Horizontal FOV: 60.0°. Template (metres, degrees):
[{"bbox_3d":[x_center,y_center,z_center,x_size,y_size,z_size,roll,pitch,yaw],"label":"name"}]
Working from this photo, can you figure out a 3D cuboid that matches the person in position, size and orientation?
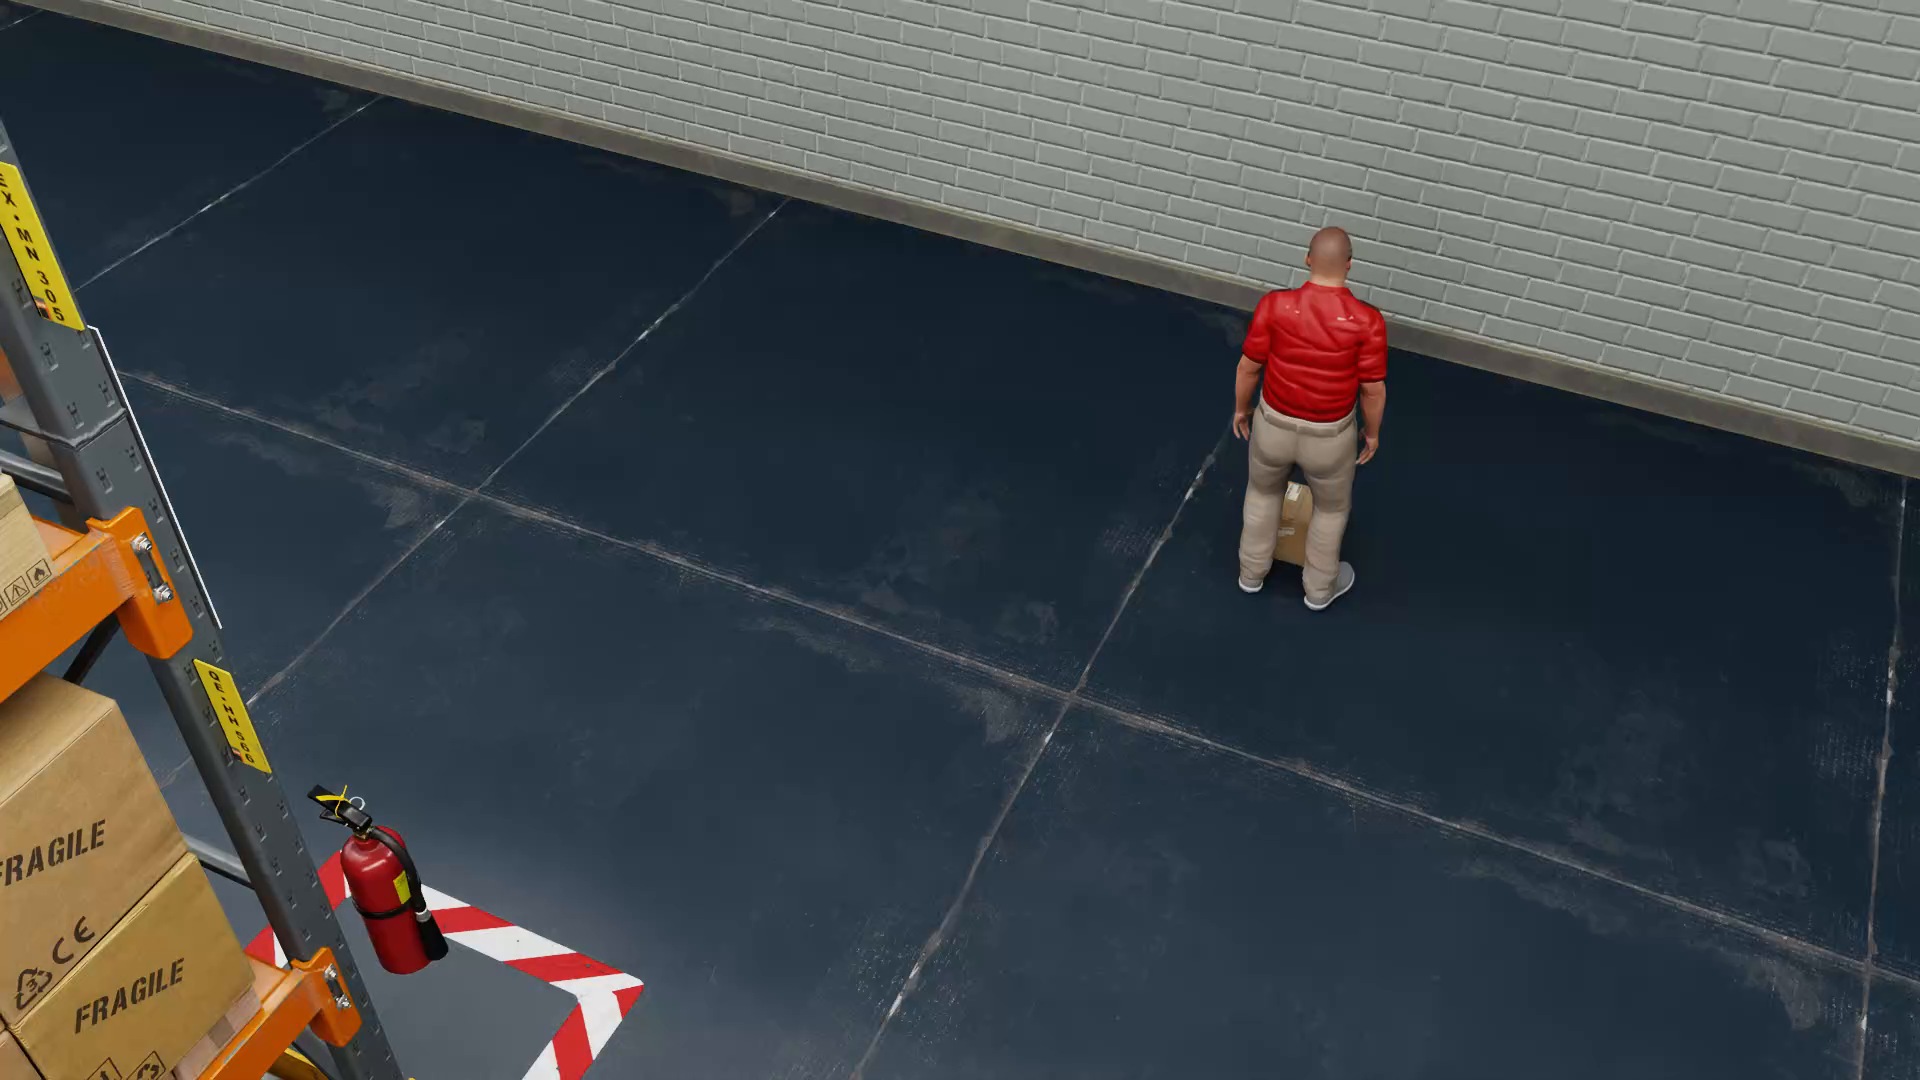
[{"bbox_3d":[1.394,-0.463,6.689,0.602,1.728,0.384,16,44,17],"label":"person"}]
